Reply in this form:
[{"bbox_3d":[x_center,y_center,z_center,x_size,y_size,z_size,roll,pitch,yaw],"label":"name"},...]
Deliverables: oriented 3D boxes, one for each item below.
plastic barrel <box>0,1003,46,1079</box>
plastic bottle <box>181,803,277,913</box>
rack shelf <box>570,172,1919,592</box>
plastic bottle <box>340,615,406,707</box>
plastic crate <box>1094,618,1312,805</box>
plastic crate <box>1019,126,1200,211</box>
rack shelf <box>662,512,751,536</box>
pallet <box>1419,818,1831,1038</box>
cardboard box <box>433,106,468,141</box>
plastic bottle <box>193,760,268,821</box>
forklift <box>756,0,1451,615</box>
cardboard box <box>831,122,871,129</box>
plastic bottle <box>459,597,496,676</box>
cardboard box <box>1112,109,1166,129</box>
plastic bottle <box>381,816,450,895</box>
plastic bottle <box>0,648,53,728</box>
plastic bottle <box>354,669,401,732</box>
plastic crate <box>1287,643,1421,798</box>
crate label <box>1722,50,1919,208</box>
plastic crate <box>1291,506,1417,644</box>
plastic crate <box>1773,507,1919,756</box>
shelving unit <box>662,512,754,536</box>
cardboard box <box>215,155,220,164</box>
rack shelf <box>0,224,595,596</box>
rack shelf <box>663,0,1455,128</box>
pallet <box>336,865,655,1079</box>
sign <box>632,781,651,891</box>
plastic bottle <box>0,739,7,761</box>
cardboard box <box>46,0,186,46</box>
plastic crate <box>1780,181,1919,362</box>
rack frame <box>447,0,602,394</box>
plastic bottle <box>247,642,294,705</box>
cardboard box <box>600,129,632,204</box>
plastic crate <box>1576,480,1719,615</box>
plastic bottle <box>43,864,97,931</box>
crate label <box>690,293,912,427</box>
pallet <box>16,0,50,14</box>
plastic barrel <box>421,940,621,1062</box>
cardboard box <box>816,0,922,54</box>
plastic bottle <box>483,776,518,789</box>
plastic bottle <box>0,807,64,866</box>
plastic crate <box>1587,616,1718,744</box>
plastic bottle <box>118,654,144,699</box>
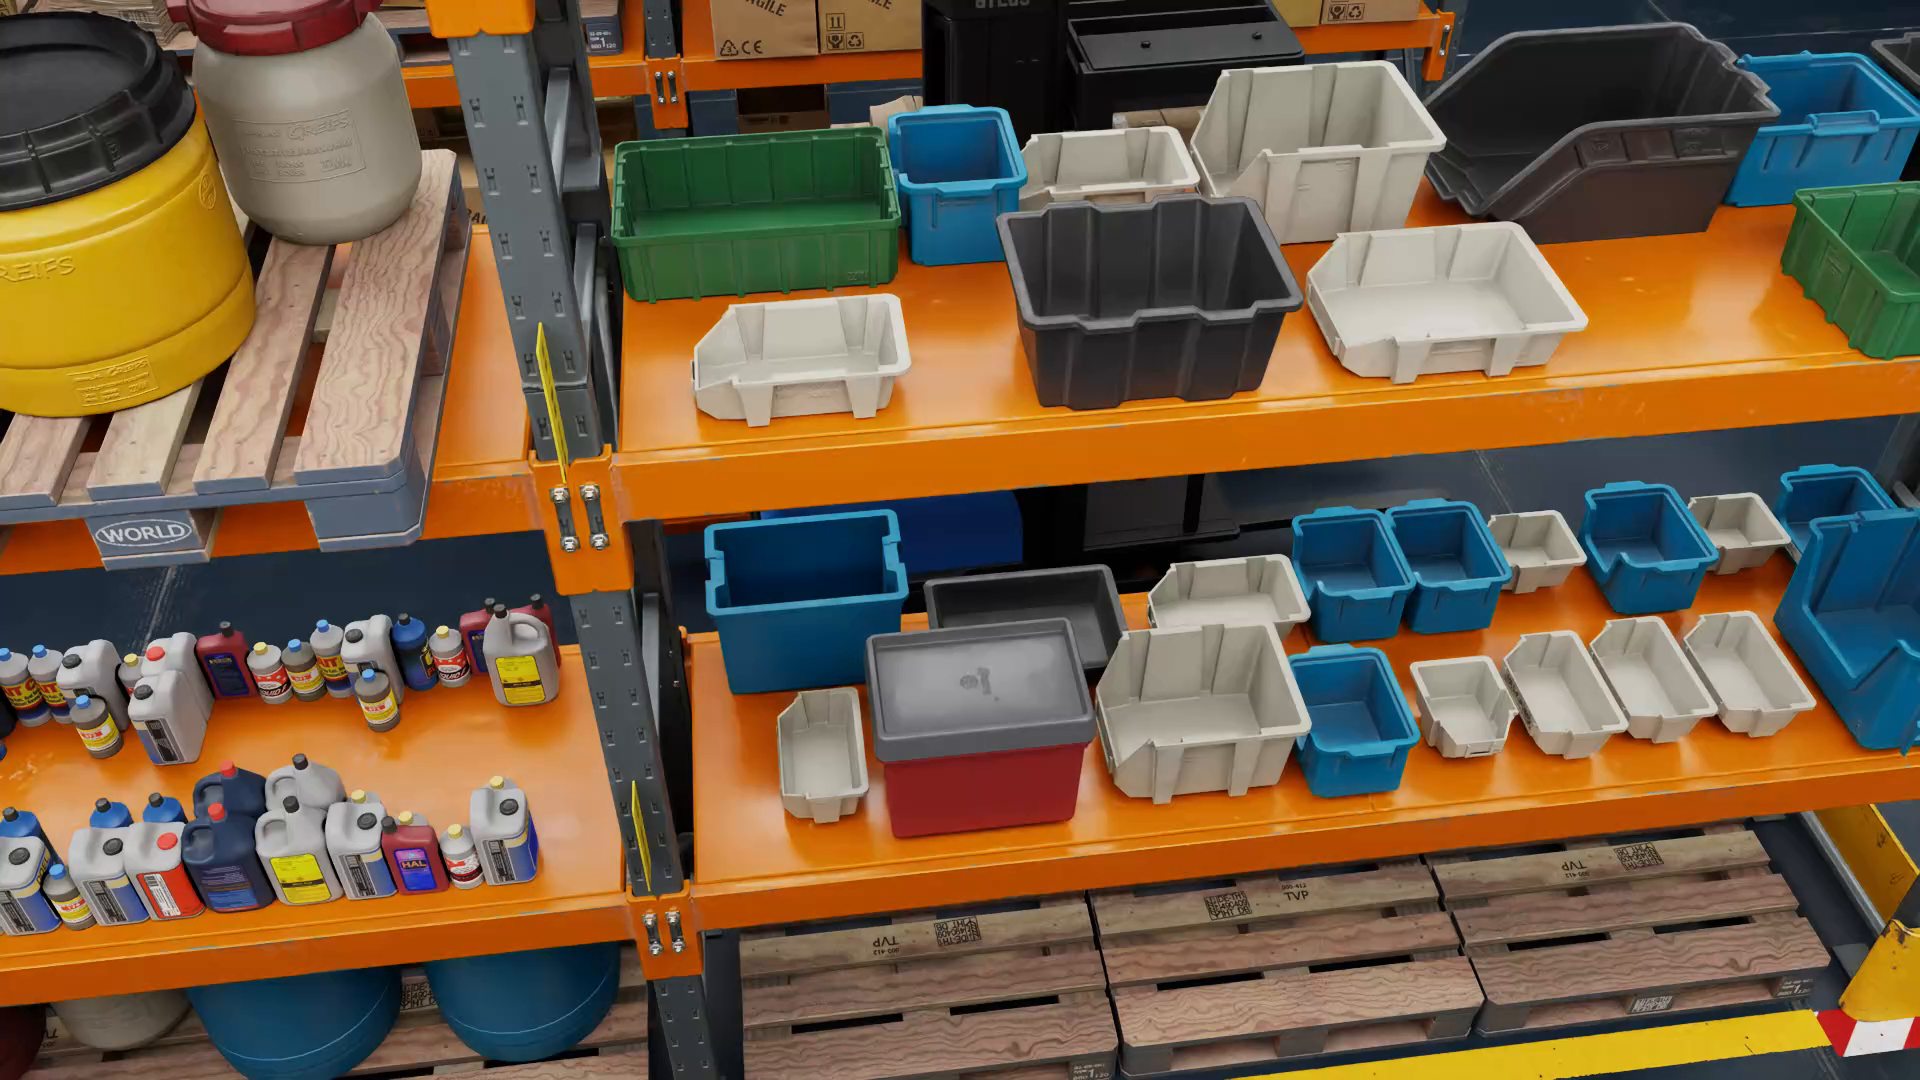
[{"bbox_3d":[-3.235,1.420,5.138,0.708,0.588,0.600,-5,42,-6],"label":"plastic barrel"},{"bbox_3d":[-1.924,0.817,4.357,0.185,0.351,0.144,-5,42,-6],"label":"plastic bottle"},{"bbox_3d":[1.112,-0.535,4.117,4.000,0.370,1.077,-5,42,-6],"label":"rack shelf"},{"bbox_3d":[-1.742,0.350,4.930,0.135,0.276,0.152,-5,42,-6],"label":"plastic bottle"},{"bbox_3d":[0.667,0.497,4.719,0.530,0.282,0.437,-5,42,-6],"label":"plastic crate"},{"bbox_3d":[0.341,-0.894,4.174,0.466,0.136,0.293,-5,42,-6],"label":"plastic crate"},{"bbox_3d":[-1.136,-0.111,7.089,0.480,0.148,0.258,-6,42,-7],"label":"rack shelf"},{"bbox_3d":[2.272,1.219,5.956,1.213,0.211,1.003,-5,42,-6],"label":"pallet"},{"bbox_3d":[-2.548,-2.106,9.098,0.500,0.500,0.500,-4,42,-5],"label":"cardboard box"},{"bbox_3d":[-1.942,0.721,4.463,0.185,0.351,0.144,-5,42,-6],"label":"plastic bottle"},{"bbox_3d":[0.620,-1.158,6.561,3.031,2.935,1.130,-6,42,-7],"label":"forklift"},{"bbox_3d":[-0.618,-2.220,9.487,0.250,0.149,0.380,-5,42,-6],"label":"cardboard box"},{"bbox_3d":[-1.422,0.289,4.993,0.133,0.283,0.061,-5,42,-6],"label":"plastic bottle"},{"bbox_3d":[0.889,-2.349,9.554,0.500,0.250,0.500,-5,42,-6],"label":"cardboard box"},{"bbox_3d":[-1.444,0.828,4.395,0.133,0.283,0.061,-5,42,-6],"label":"plastic bottle"},{"bbox_3d":[-2.743,0.421,4.855,0.097,0.271,0.097,0,42,0],"label":"plastic bottle"},{"bbox_3d":[-1.708,0.459,4.865,0.097,0.201,0.097,0,42,0],"label":"plastic bottle"},{"bbox_3d":[1.092,0.526,4.722,0.300,0.233,0.416,-5,42,-6],"label":"plastic crate"},{"bbox_3d":[2.138,-1.055,4.267,0.502,0.251,0.408,-5,42,-6],"label":"crate label"},{"bbox_3d":[1.204,0.121,5.172,0.300,0.233,0.416,-5,42,-6],"label":"plastic crate"},{"bbox_3d":[2.787,0.256,4.871,0.499,0.435,0.616,-5,42,-6],"label":"plastic crate"},{"bbox_3d":[-1.136,-0.308,6.911,0.503,1.200,0.258,-6,42,-7],"label":"shelving unit"},{"bbox_3d":[-3.971,-1.632,8.572,0.500,0.500,0.500,-6,42,-6],"label":"cardboard box"},{"bbox_3d":[-2.854,-0.188,3.731,4.000,0.370,1.077,-5,42,-6],"label":"rack shelf"},{"bbox_3d":[0.473,-2.711,8.769,4.000,0.370,1.077,-5,42,-6],"label":"rack shelf"},{"bbox_3d":[-1.642,1.560,5.578,1.213,0.211,1.003,-5,42,-6],"label":"pallet"},{"bbox_3d":[-0.802,0.748,4.190,0.005,0.325,0.100,-5,42,-6],"label":"sign"},{"bbox_3d":[-2.821,0.525,4.739,0.097,0.271,0.097,0,42,0],"label":"plastic bottle"},{"bbox_3d":[-3.935,-2.733,7.867,0.500,0.500,0.700,2,42,3],"label":"cardboard box"},{"bbox_3d":[2.154,-0.622,3.834,0.336,0.188,0.450,-5,42,-6],"label":"plastic crate"},{"bbox_3d":[-0.871,-1.742,2.678,0.127,3.000,1.000,-5,42,-6],"label":"rack frame"},{"bbox_3d":[-2.054,0.387,4.945,0.097,0.201,0.097,0,42,0],"label":"plastic bottle"},{"bbox_3d":[-1.962,-1.807,8.767,0.500,0.500,0.500,-5,42,-6],"label":"cardboard box"},{"bbox_3d":[2.155,0.038,5.264,0.300,0.233,0.416,-5,42,-6],"label":"plastic crate"},{"bbox_3d":[-2.327,0.923,4.350,0.097,0.201,0.097,0,42,0],"label":"plastic bottle"},{"bbox_3d":[-0.349,-0.381,3.606,0.466,0.136,0.293,-5,42,-6],"label":"crate label"},{"bbox_3d":[-4.813,-2.492,8.131,1.003,0.211,1.213,-5,42,-6],"label":"pallet"},{"bbox_3d":[-1.413,1.144,5.210,0.708,0.901,0.600,-5,42,-6],"label":"plastic barrel"},{"bbox_3d":[-0.462,-2.752,8.202,0.500,0.500,0.500,-4,42,-5],"label":"cardboard box"},{"bbox_3d":[-1.255,0.727,4.568,0.097,0.201,0.097,0,42,0],"label":"plastic bottle"},{"bbox_3d":[-2.480,0.808,4.426,0.097,0.271,0.097,0,42,0],"label":"plastic bottle"},{"bbox_3d":[2.021,0.420,4.912,0.243,0.136,0.396,-5,42,-6],"label":"plastic crate"},{"bbox_3d":[-2.416,0.418,4.910,0.097,0.201,0.097,0,42,0],"label":"plastic bottle"}]
